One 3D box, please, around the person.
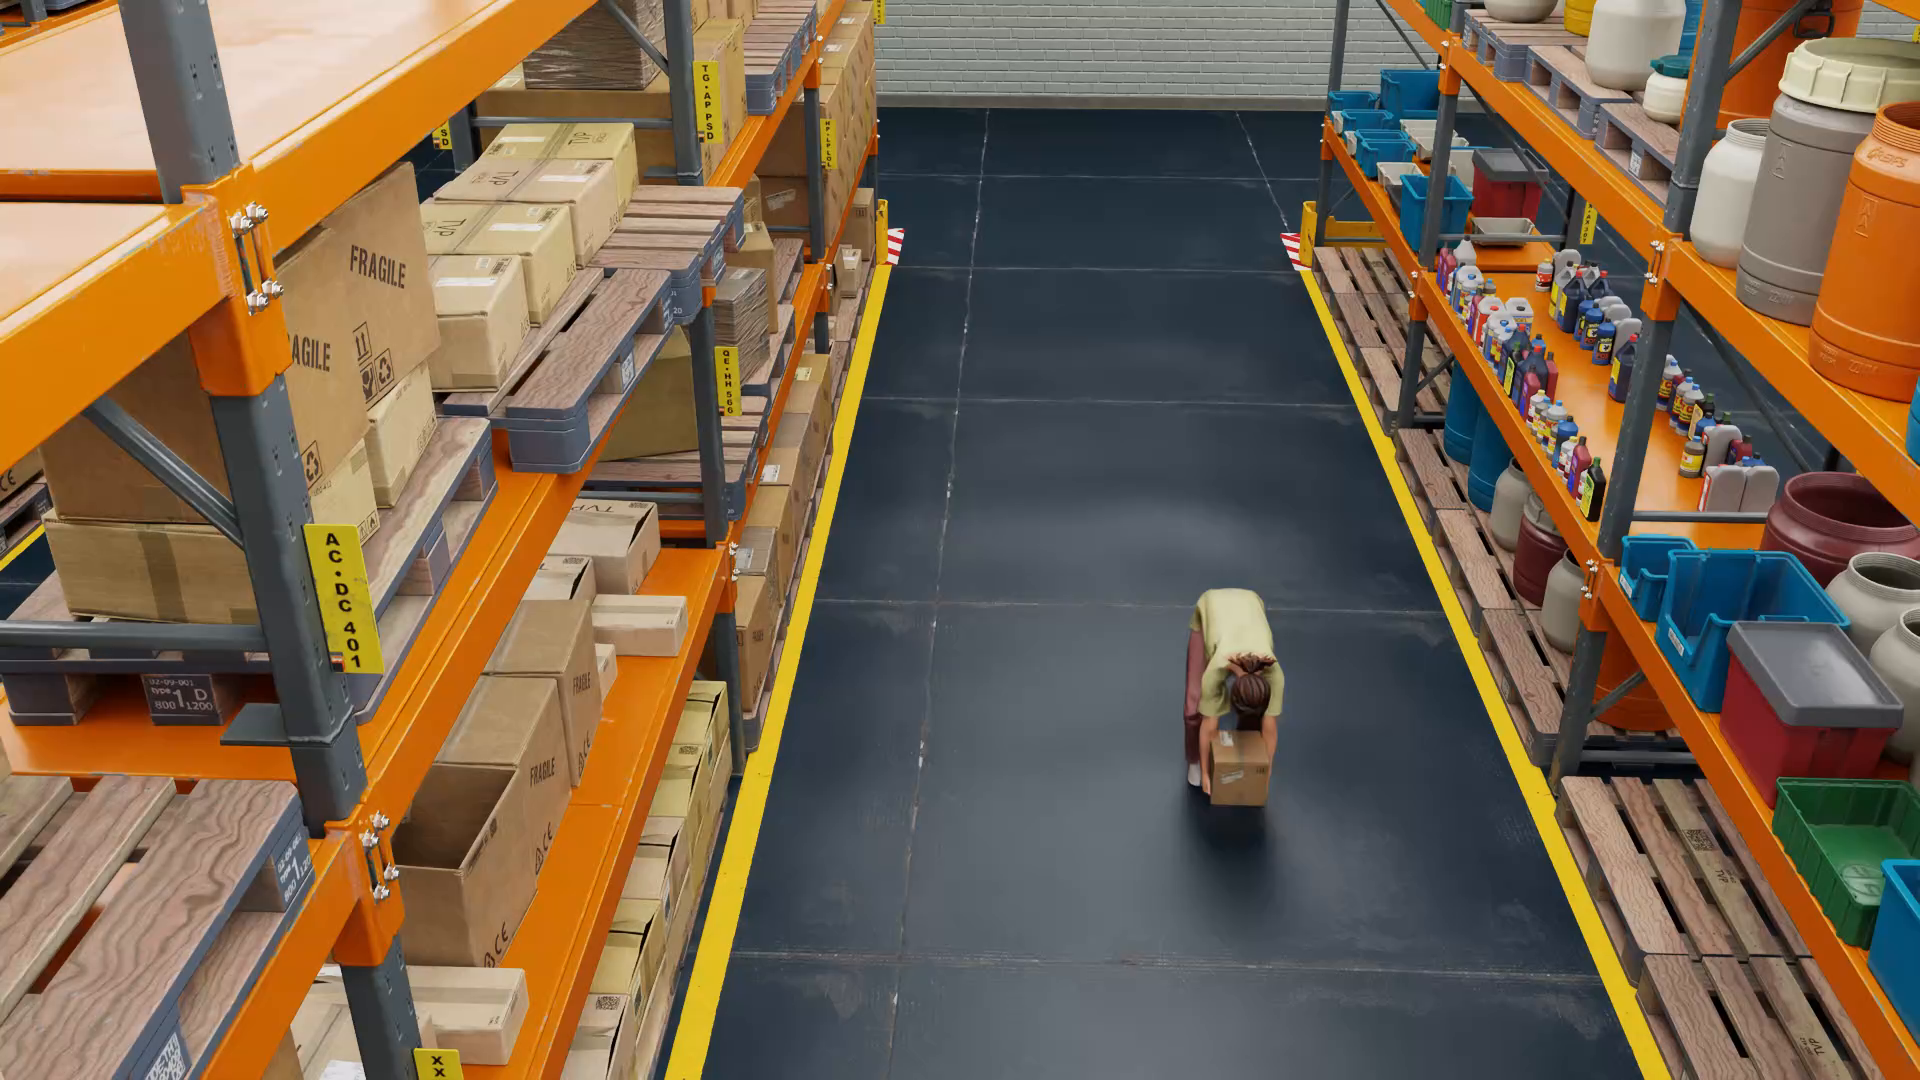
[{"bbox_3d":[1.285,0.774,7.803,0.419,1.084,0.873,0,28,0],"label":"person"}]
